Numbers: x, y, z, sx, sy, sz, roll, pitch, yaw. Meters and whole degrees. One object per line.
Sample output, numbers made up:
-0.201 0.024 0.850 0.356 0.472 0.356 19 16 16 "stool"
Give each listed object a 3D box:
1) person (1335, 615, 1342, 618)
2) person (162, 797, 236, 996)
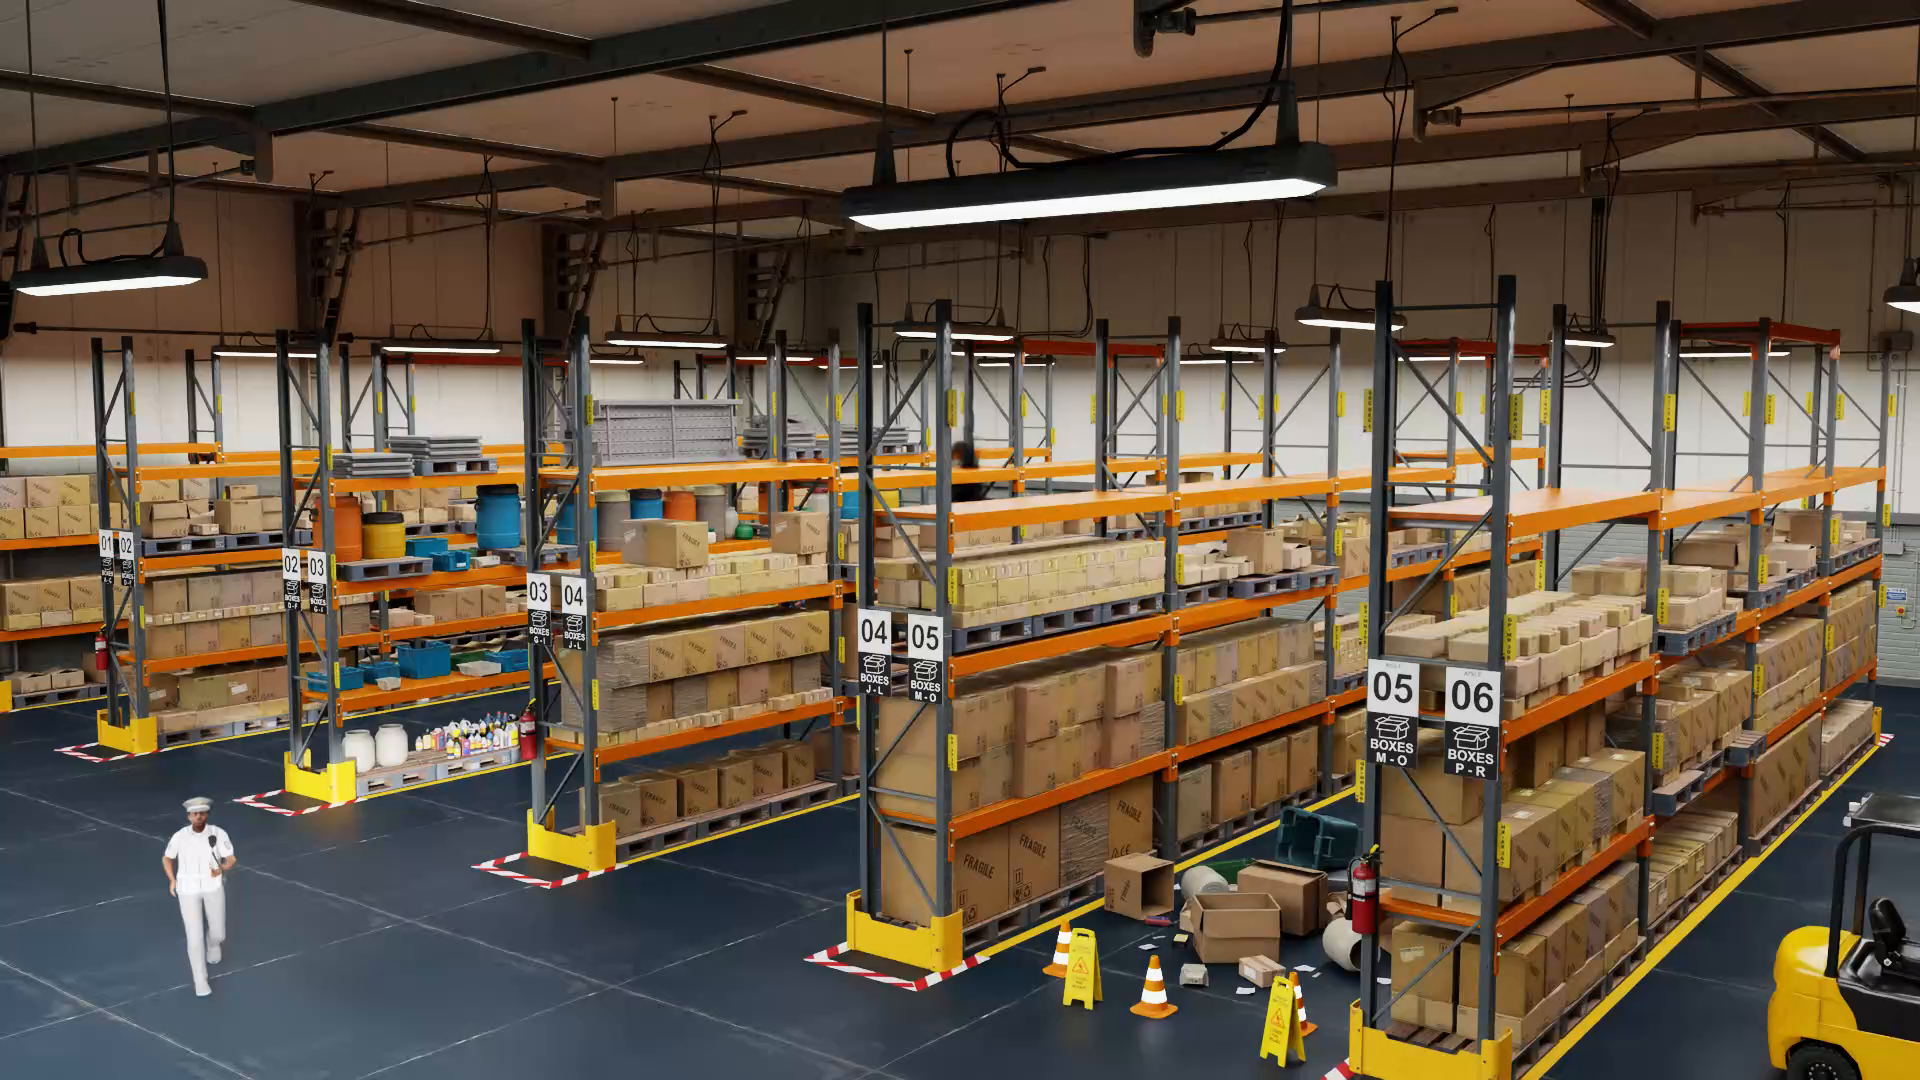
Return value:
6.105 2.027 26.748 0.577 1.663 0.838 4 6 38 "person"
-6.652 3.064 14.566 0.588 1.663 0.834 -2 6 -26 "person"
